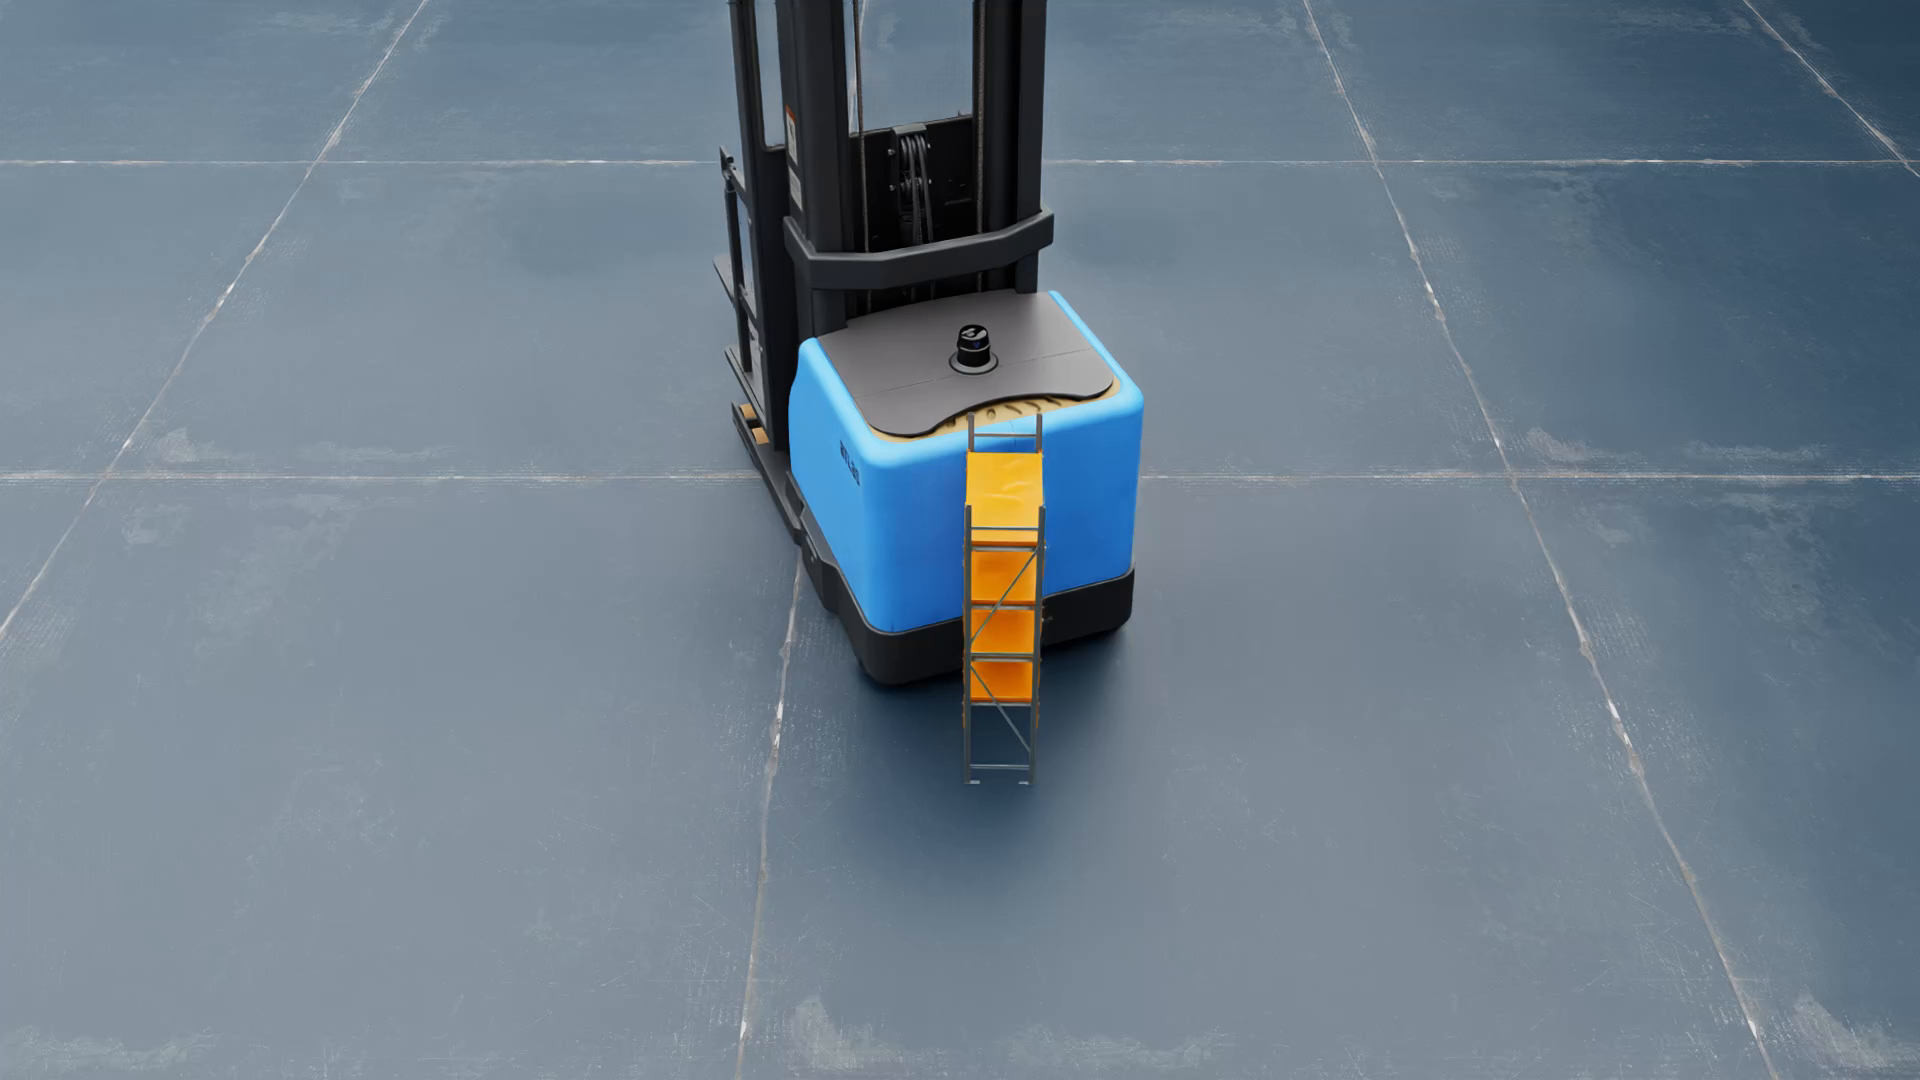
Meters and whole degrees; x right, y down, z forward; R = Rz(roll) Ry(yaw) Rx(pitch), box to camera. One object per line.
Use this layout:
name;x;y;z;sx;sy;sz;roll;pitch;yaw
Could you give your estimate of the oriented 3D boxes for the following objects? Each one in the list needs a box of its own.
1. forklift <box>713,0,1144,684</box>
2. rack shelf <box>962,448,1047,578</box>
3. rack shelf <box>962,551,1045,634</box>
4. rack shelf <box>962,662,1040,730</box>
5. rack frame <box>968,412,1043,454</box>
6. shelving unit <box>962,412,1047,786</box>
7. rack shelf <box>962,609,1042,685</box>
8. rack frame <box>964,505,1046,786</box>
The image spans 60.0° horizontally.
forklift;-0.351;-1.549;6.340;1.130;2.935;3.031;-13;41;-16
rack shelf;0.141;-0.090;5.275;0.258;0.148;0.480;1;39;1
rack shelf;0.141;0.094;5.423;0.258;0.148;0.480;1;39;1
rack shelf;0.141;0.424;5.687;0.258;0.148;0.480;1;39;1
rack frame;0.146;0.064;5.711;0.240;1.200;0.015;1;39;1
shelving unit;0.141;0.216;5.521;0.258;1.200;0.503;1;39;1
rack shelf;0.141;0.269;5.563;0.258;0.148;0.480;1;39;1
rack frame;0.135;0.369;5.330;0.240;1.200;0.015;1;39;1
